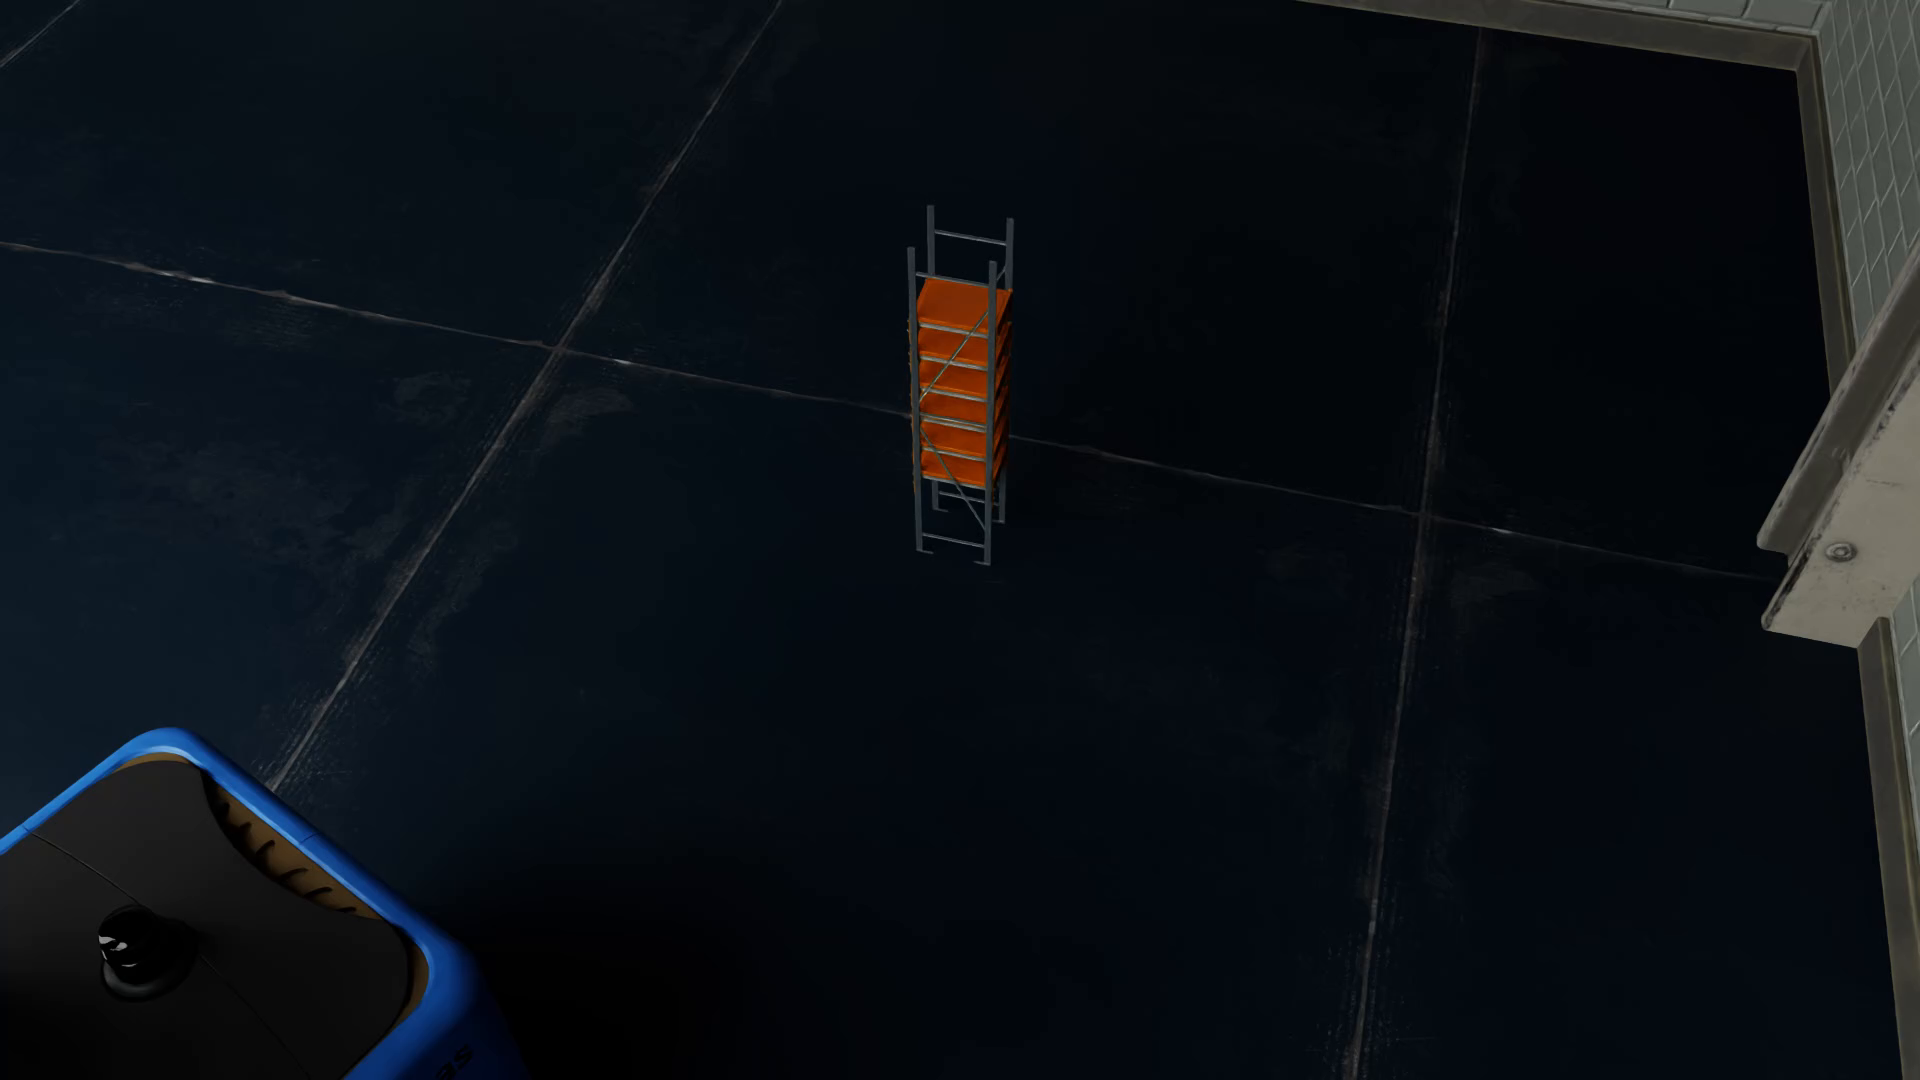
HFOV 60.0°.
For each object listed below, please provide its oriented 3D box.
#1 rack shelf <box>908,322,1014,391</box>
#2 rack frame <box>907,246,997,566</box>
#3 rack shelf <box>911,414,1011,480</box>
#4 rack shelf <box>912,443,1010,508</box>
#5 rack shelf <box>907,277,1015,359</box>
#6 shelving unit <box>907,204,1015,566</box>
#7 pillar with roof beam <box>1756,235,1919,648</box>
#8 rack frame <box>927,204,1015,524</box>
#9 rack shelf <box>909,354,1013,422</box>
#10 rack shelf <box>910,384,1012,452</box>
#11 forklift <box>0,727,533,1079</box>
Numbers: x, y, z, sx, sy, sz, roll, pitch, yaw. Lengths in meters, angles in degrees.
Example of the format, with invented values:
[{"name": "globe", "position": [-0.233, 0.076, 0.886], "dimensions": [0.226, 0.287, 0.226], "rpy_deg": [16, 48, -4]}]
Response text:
[{"name": "rack shelf", "position": [0.004, -0.537, 4.663], "dimensions": [0.258, 0.103, 0.180], "rpy_deg": [12, 50, 10]}, {"name": "rack frame", "position": [-0.020, -0.341, 4.751], "dimensions": [0.240, 1.200, 0.006], "rpy_deg": [12, 50, 10]}, {"name": "rack shelf", "position": [0.004, -0.299, 4.933], "dimensions": [0.258, 0.103, 0.180], "rpy_deg": [12, 50, 10]}, {"name": "rack shelf", "position": [0.004, -0.219, 5.023], "dimensions": [0.258, 0.103, 0.180], "rpy_deg": [12, 50, 10]}, {"name": "rack shelf", "position": [0.004, -0.616, 4.573], "dimensions": [0.258, 0.103, 0.180], "rpy_deg": [12, 50, 10]}, {"name": "shelving unit", "position": [0.004, -0.408, 4.809], "dimensions": [0.258, 1.200, 0.189], "rpy_deg": [12, 50, 10]}, {"name": "pillar with roof beam", "position": [-1.534, -3.671, 2.488], "dimensions": [9.100, 9.000, 0.400], "rpy_deg": [12, 50, 10]}, {"name": "rack frame", "position": [0.028, -0.474, 4.868], "dimensions": [0.240, 1.200, 0.006], "rpy_deg": [12, 50, 10]}, {"name": "rack shelf", "position": [0.004, -0.458, 4.753], "dimensions": [0.258, 0.103, 0.180], "rpy_deg": [12, 50, 10]}, {"name": "rack shelf", "position": [0.004, -0.378, 4.843], "dimensions": [0.258, 0.103, 0.180], "rpy_deg": [12, 50, 10]}, {"name": "forklift", "position": [-2.172, 1.211, 2.226], "dimensions": [1.130, 2.935, 3.031], "rpy_deg": [29, 55, 23]}]
